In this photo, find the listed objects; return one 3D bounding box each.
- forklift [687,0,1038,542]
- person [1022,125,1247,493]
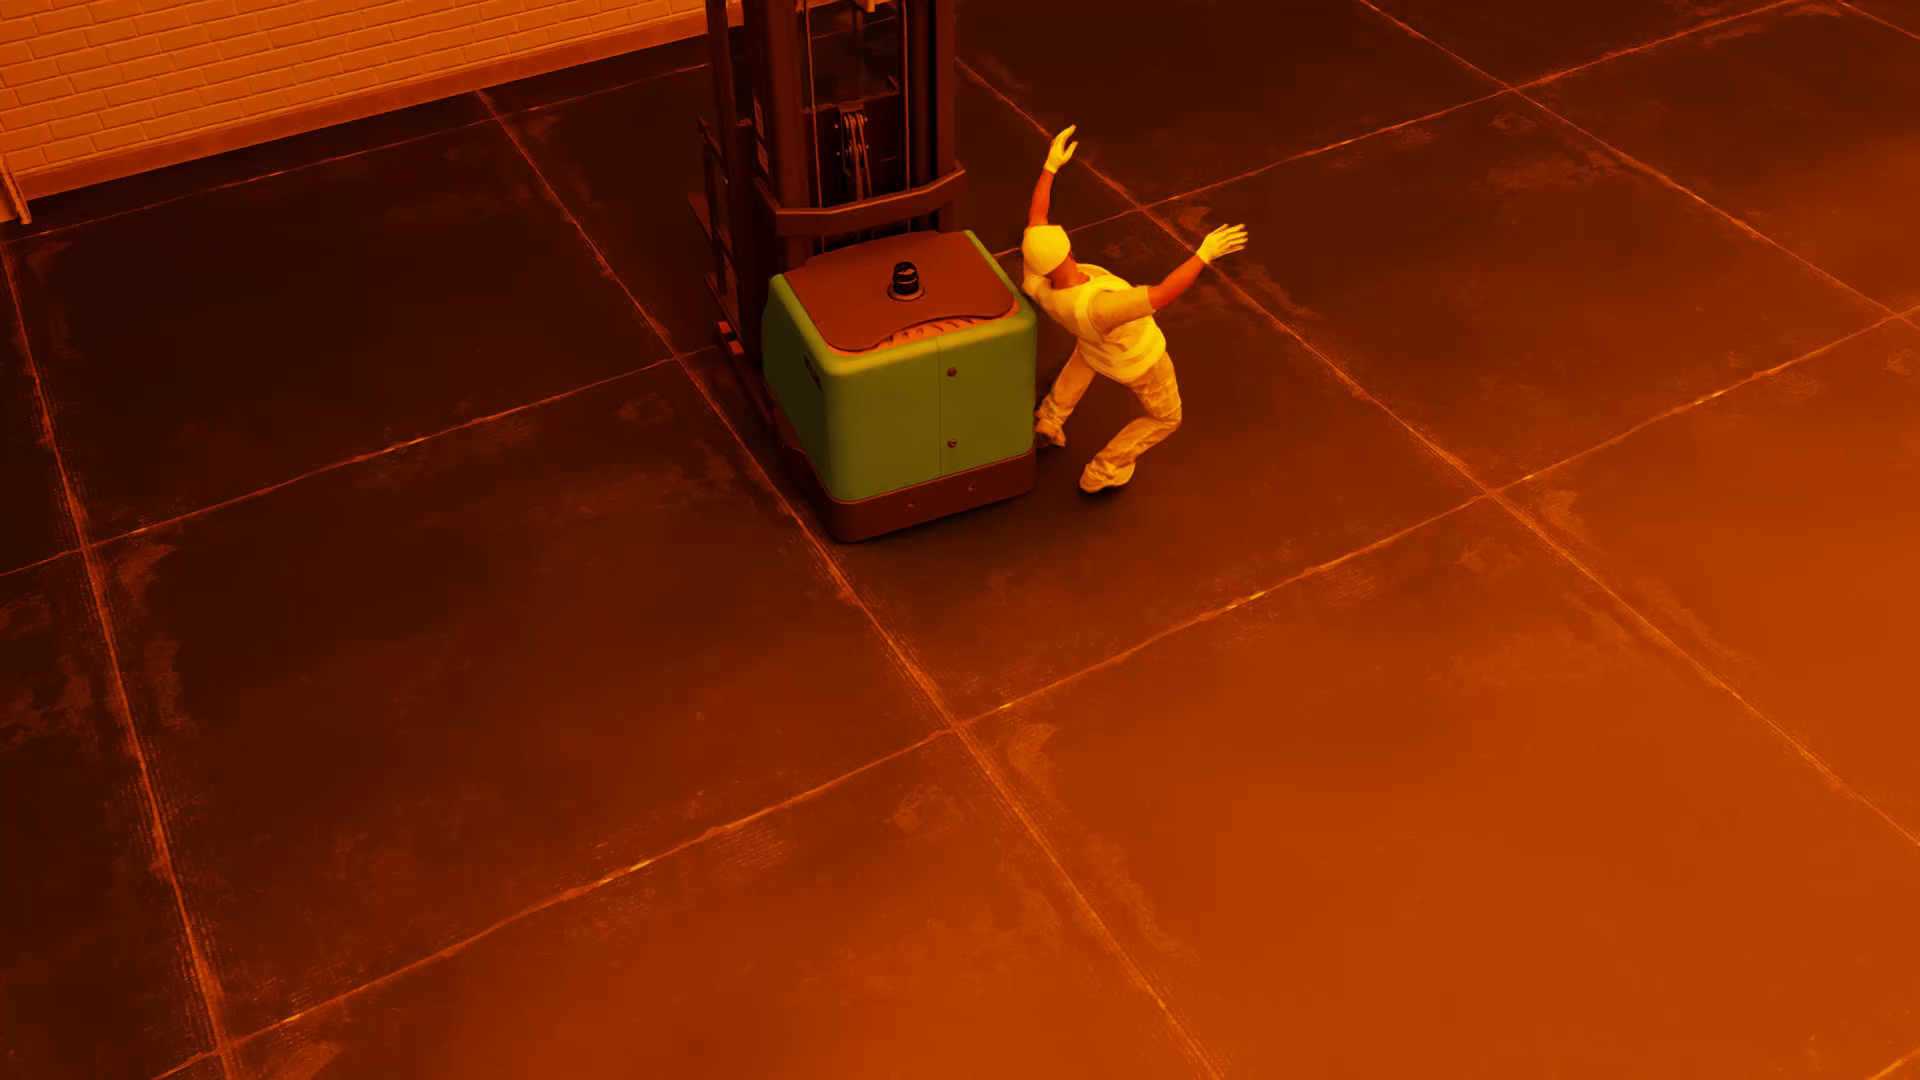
[{"bbox_3d":[-0.683,-2.075,7.935,1.130,2.935,3.031,-16,45,-17],"label":"forklift"},{"bbox_3d":[0.661,-0.915,7.602,0.732,1.667,1.032,-31,51,-29],"label":"person"}]
